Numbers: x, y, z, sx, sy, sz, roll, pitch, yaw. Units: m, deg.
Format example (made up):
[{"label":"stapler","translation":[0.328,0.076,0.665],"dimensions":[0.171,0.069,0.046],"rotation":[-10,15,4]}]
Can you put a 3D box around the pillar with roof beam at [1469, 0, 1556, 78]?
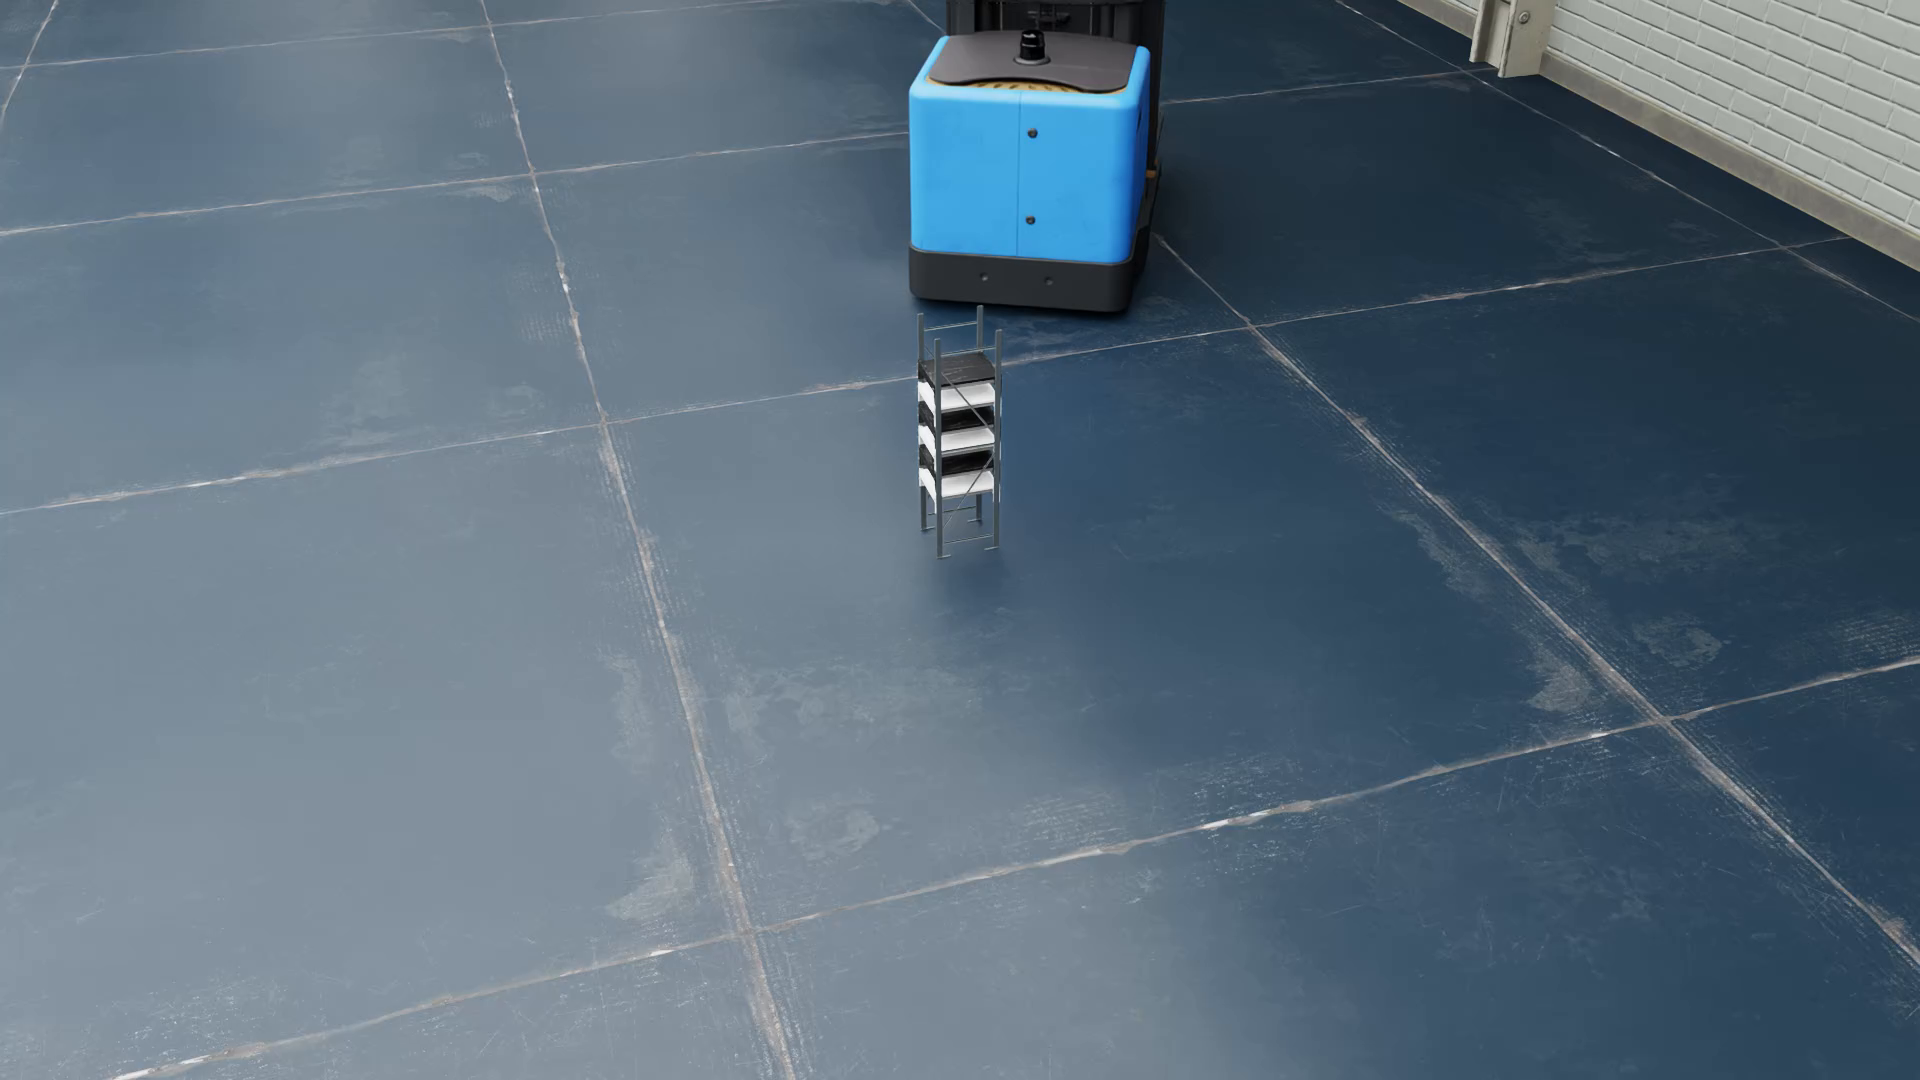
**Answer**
[{"label":"pillar with roof beam","translation":[-0.497,-6.157,7.406],"dimensions":[9.100,9.000,0.400],"rotation":[-10,35,-15]}]

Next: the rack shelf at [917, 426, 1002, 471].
[{"label":"rack shelf","translation":[-0.002,-0.352,6.027],"dimensions":[0.258,0.077,0.200],"rotation":[-10,35,-15]}]

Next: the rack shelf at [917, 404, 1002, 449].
[{"label":"rack shelf","translation":[-0.002,-0.427,5.977],"dimensions":[0.258,0.077,0.200],"rotation":[-10,35,-15]}]

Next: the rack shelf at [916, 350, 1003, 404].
[{"label":"rack shelf","translation":[-0.002,-0.577,5.878],"dimensions":[0.258,0.077,0.200],"rotation":[-10,35,-15]}]

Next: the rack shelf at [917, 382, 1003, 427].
[{"label":"rack shelf","translation":[-0.002,-0.502,5.928],"dimensions":[0.258,0.077,0.200],"rotation":[-10,35,-15]}]

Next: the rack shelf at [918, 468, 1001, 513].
[{"label":"rack shelf","translation":[-0.002,-0.202,6.126],"dimensions":[0.258,0.077,0.200],"rotation":[-10,35,-15]}]

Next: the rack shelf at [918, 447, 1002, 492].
[{"label":"rack shelf","translation":[-0.002,-0.277,6.076],"dimensions":[0.258,0.077,0.200],"rotation":[-10,35,-15]}]

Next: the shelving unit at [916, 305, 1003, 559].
[{"label":"shelving unit","translation":[-0.002,-0.380,6.008],"dimensions":[0.258,0.900,0.210],"rotation":[-10,35,-15]}]

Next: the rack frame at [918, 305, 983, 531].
[{"label":"rack frame","translation":[-0.033,-0.433,6.089],"dimensions":[0.240,0.900,0.006],"rotation":[-10,35,-15]}]

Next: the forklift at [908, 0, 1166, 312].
[{"label":"forklift","translation":[0.513,-3.083,8.258],"dimensions":[1.130,2.935,3.031],"rotation":[5,34,8]}]

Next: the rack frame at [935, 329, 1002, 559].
[{"label":"rack frame","translation":[0.029,-0.326,5.928],"dimensions":[0.240,0.900,0.006],"rotation":[-10,35,-15]}]
